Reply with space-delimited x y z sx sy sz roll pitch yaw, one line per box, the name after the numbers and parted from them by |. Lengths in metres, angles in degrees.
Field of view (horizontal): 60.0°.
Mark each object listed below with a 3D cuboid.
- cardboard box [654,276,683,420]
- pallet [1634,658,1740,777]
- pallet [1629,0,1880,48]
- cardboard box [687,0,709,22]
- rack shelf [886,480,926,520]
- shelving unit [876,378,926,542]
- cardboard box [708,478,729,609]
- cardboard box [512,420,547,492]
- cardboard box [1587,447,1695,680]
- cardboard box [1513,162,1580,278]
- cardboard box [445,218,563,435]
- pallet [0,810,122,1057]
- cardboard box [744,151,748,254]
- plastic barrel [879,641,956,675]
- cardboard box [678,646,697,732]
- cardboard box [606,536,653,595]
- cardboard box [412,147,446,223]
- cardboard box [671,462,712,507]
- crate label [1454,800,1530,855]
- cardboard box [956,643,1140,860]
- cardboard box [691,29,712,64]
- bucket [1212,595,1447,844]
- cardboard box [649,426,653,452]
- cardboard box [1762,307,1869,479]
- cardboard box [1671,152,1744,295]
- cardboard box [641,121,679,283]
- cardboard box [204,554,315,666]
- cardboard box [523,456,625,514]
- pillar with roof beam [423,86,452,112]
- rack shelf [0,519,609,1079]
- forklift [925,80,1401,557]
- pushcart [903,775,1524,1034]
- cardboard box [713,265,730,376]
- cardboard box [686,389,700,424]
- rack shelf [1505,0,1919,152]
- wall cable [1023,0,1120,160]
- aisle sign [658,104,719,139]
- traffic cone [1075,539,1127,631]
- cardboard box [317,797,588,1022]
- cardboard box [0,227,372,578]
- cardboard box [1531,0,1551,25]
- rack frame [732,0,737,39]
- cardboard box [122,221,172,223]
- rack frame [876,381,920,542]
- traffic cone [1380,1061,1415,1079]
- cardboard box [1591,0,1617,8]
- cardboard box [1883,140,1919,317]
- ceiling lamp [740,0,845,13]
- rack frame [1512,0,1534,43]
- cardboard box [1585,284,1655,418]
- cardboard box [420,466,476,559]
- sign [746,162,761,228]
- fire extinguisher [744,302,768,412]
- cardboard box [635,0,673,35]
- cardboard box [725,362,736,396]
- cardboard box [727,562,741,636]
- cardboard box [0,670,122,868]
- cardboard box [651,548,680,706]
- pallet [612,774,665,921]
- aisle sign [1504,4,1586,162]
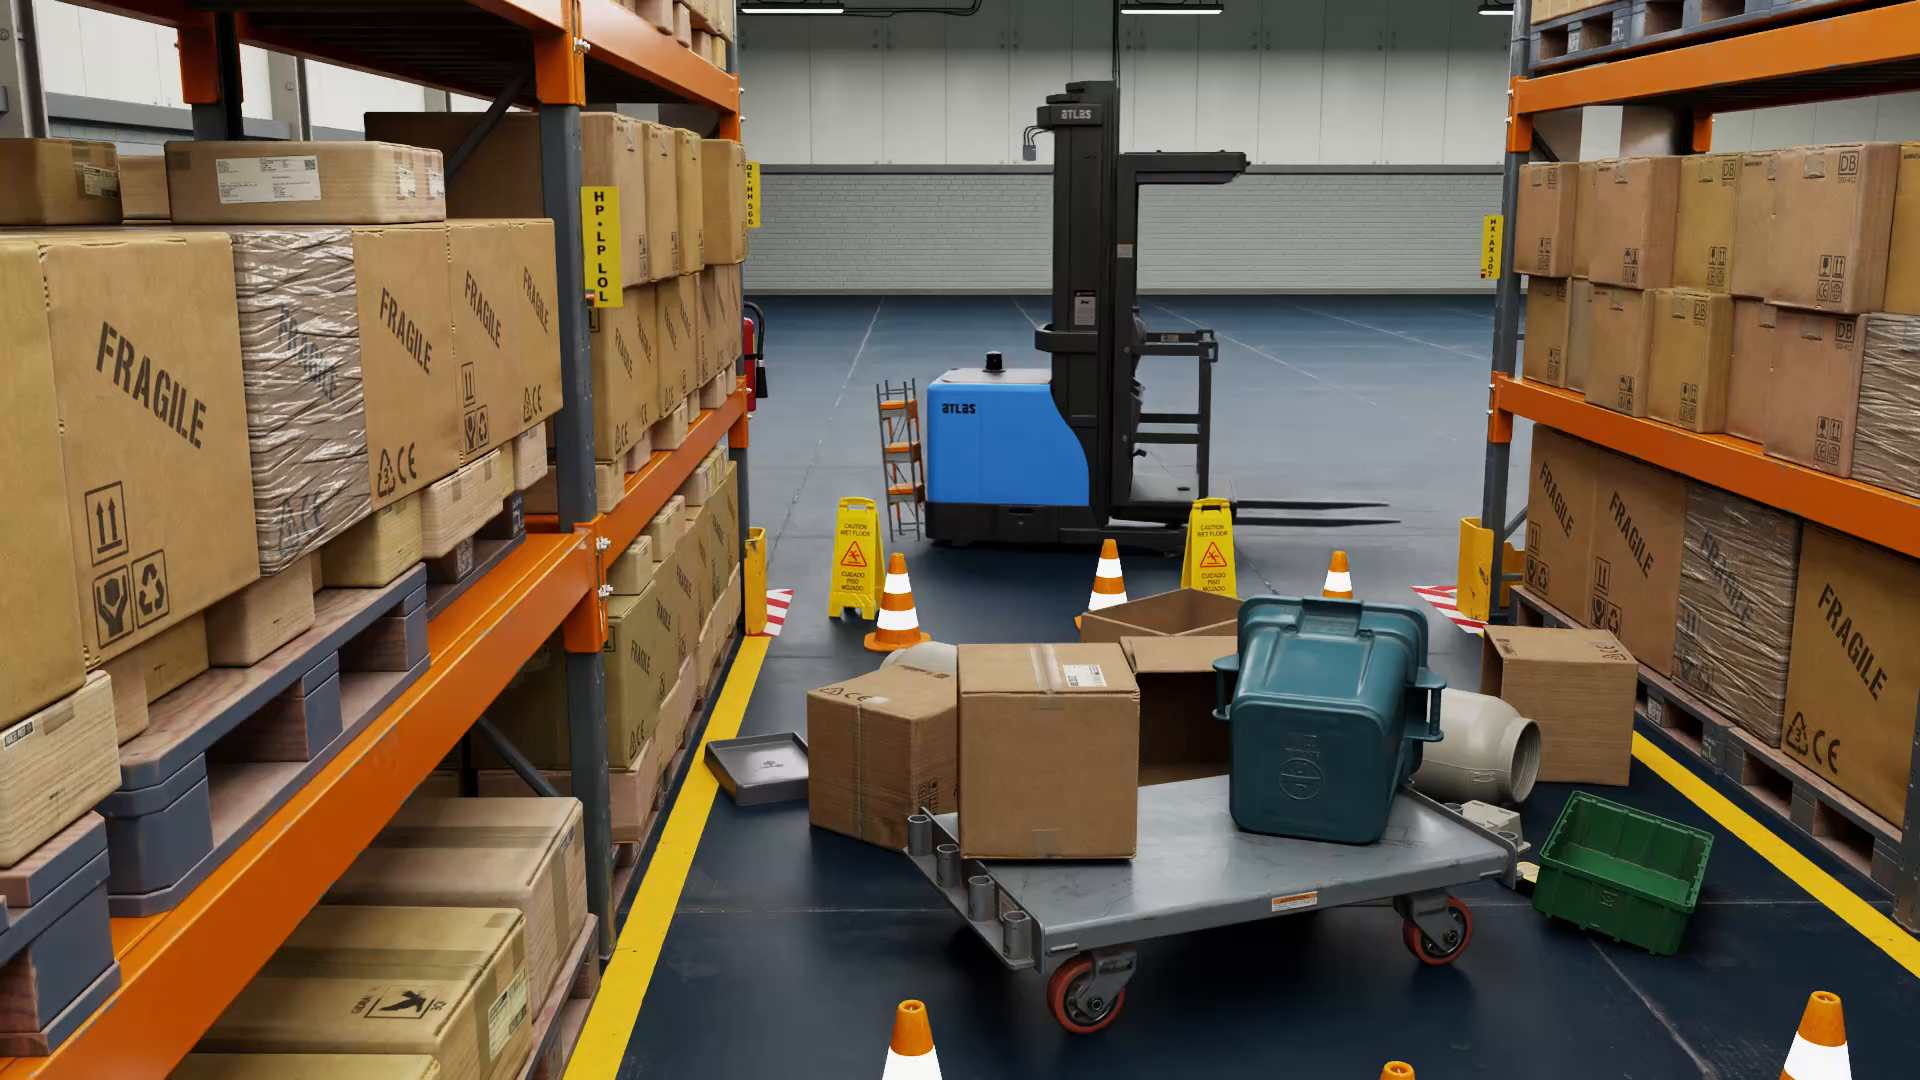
-1.296 -0.714 6.034 0.500 0.500 0.500 0 11 -2 | cardboard box
3.446 0.701 7.074 1.003 0.211 1.213 0 11 -1 | pallet
3.383 -2.102 6.557 1.003 0.211 1.213 0 11 -1 | pallet
-1.313 -2.265 6.762 0.500 0.250 0.500 0 11 0 | cardboard box
-0.355 -0.247 11.041 0.215 0.259 0.240 -3 11 12 | rack shelf
-0.379 -0.530 10.989 0.215 1.050 0.252 -3 11 12 | shelving unit
-1.326 0.010 7.438 0.500 0.500 0.500 0 11 1 | cardboard box
-1.248 -0.212 4.137 0.380 0.149 0.250 0 11 0 | cardboard box
3.430 0.078 7.416 0.875 0.875 0.875 0 11 -2 | cardboard box
3.298 -1.595 8.285 0.875 0.550 0.550 0 11 -1 | cardboard box
-1.296 -0.541 4.124 0.500 0.500 0.500 0 11 -2 | cardboard box
-1.573 0.517 1.449 1.213 0.211 1.003 0 11 -1 | pallet
-1.389 -1.610 7.937 0.700 0.500 0.500 -1 11 -3 | cardboard box
-0.061 0.641 6.835 0.512 0.421 0.421 9 15 38 | plastic barrel
-1.313 0.581 6.511 0.500 0.250 0.500 0 11 -2 | cardboard box
-1.220 0.082 5.453 0.380 0.149 0.250 0 11 0 | cardboard box
-1.272 -0.722 3.384 0.380 0.149 0.250 -1 11 -3 | cardboard box
-1.260 -0.236 7.022 0.380 0.149 0.250 0 11 1 | cardboard box
1.796 1.005 5.759 0.298 0.136 0.250 -10 15 -40 | crate label
0.244 0.610 4.891 0.500 0.500 0.500 0 11 -1 | cardboard box
-1.321 -2.201 7.451 0.380 0.149 0.250 0 11 1 | cardboard box
1.104 0.570 5.113 0.726 0.611 0.620 4 22 18 | bucket
-1.321 -0.377 6.003 0.380 0.149 0.250 0 11 -1 | cardboard box
3.359 -0.527 5.737 0.875 0.550 0.550 0 11 -1 | cardboard box
3.419 -1.270 6.680 0.875 0.550 0.500 0 11 -1 | cardboard box
-1.316 -1.106 5.450 0.700 0.500 0.500 0 11 -1 | cardboard box
-1.258 0.095 2.624 0.380 0.149 0.250 0 11 1 | cardboard box
-1.221 -0.172 4.993 0.380 0.149 0.250 0 11 -1 | cardboard box
-3.535 -7.399 24.895 9.100 9.000 0.400 0 11 -1 | pillar with roof beam
-1.493 0.519 2.765 1.077 0.370 4.000 0 11 -1 | rack shelf
1.331 -1.438 10.776 3.031 2.935 1.130 1 12 7 | forklift
0.744 1.035 5.009 1.648 0.377 0.936 -4 12 -21 | pushcart
-1.325 -1.014 7.516 0.500 0.500 0.500 0 11 -1 | cardboard box
-1.299 -0.575 6.983 0.380 0.149 0.250 0 11 -2 | cardboard box
3.371 -1.786 6.585 1.077 0.370 4.000 0 11 -1 | rack shelf
2.666 -12.060 39.318 2.305 6.003 0.169 0 11 -1 | wall cable
-1.329 -2.314 8.380 0.394 0.787 0.004 0 11 -1 | aisle sign
0.784 0.225 8.785 0.336 0.463 0.334 0 11 -1 | traffic cone
-1.521 0.955 4.358 0.950 0.372 0.625 0 11 0 | cardboard box
-1.268 -0.235 2.619 0.500 0.500 0.500 -1 11 -3 | cardboard box
3.016 -2.599 8.104 0.380 0.149 0.250 0 11 -1 | cardboard box
-1.617 -3.966 7.976 1.000 3.000 0.127 0 11 -1 | rack frame
-1.801 -0.438 3.616 0.500 0.500 0.500 0 11 -1 | cardboard box
-0.403 -0.506 10.871 0.200 1.050 0.008 -3 11 12 | rack frame
0.896 1.307 3.454 0.336 0.463 0.334 0 11 -1 | traffic cone
3.032 -2.448 7.360 0.380 0.149 0.250 0 11 -1 | cardboard box
3.439 -0.948 5.092 0.875 0.550 0.550 0 11 -1 | cardboard box
-3.258 -11.878 32.295 2.000 3.185 0.800 0 11 -1 | ceiling lamp
3.329 -4.007 8.175 1.000 3.000 0.127 0 11 -1 | rack frame
3.302 -0.845 7.304 0.875 0.550 0.550 0 11 -1 | cardboard box
-1.210 -0.058 3.377 0.380 0.149 0.250 0 11 -1 | cardboard box
-1.062 -1.747 8.417 0.100 0.325 0.005 0 11 -1 | sign
-1.159 -1.013 8.701 0.296 0.674 0.183 0 11 -1 | fire extinguisher
-1.235 -1.897 5.955 0.380 0.149 0.250 0 11 -2 | cardboard box
-1.280 -0.780 7.989 0.380 0.149 0.250 0 11 -2 | cardboard box
-1.331 0.280 7.994 0.500 0.250 0.500 0 11 -1 | cardboard box
-1.190 0.251 1.856 0.380 0.149 0.250 0 11 -1 | cardboard box
-1.300 0.319 5.918 0.500 0.500 0.500 0 11 1 | cardboard box
-1.584 1.002 5.587 1.003 0.211 1.213 0 11 -1 | pallet
3.028 -2.353 8.576 0.394 0.787 0.004 0 11 -1 | aisle sign
